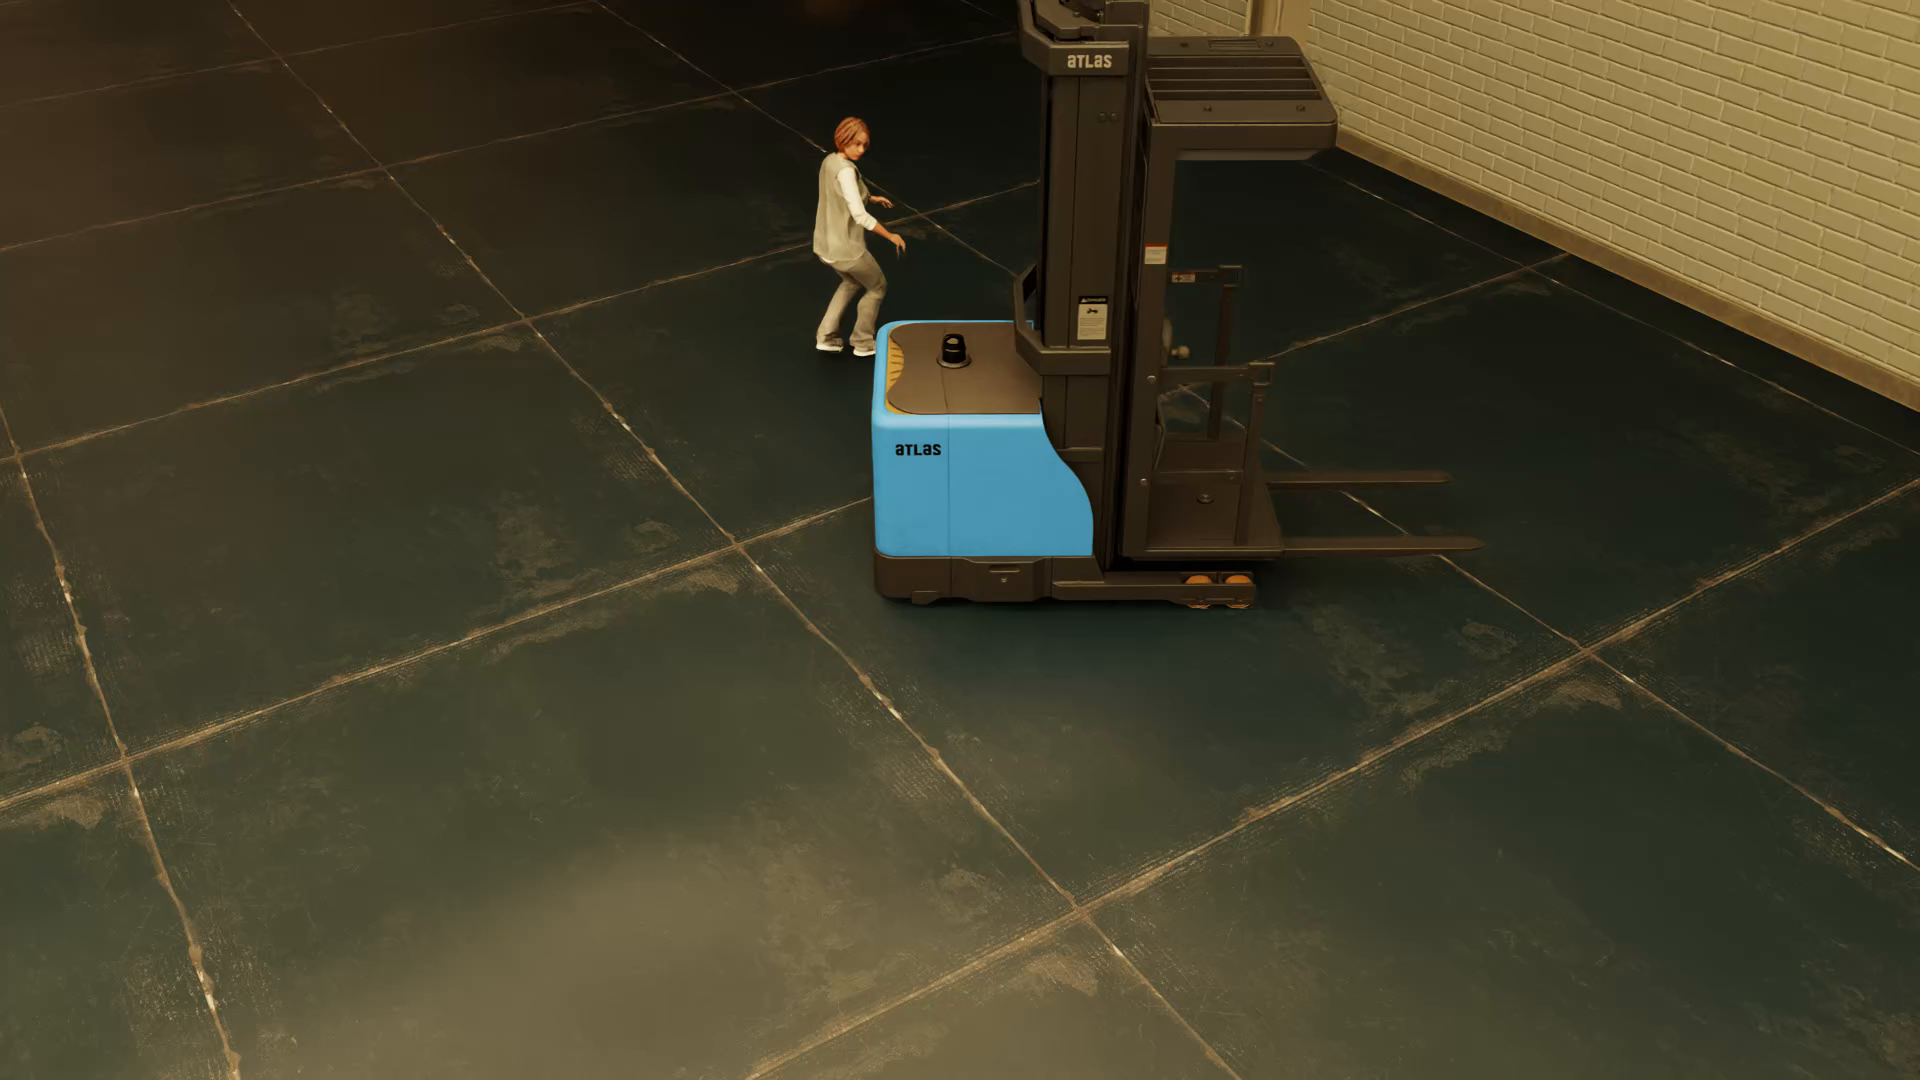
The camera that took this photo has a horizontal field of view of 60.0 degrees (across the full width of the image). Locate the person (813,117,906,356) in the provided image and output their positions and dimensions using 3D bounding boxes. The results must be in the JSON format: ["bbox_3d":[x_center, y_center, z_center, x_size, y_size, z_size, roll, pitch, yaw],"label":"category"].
[{"bbox_3d":[-0.578,-1.788,9.932,0.648,1.513,0.676,-21,40,-27],"label":"person"}]

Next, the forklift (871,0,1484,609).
[{"bbox_3d":[1.087,-1.165,7.806,3.031,2.935,1.130,0,35,0],"label":"forklift"}]
